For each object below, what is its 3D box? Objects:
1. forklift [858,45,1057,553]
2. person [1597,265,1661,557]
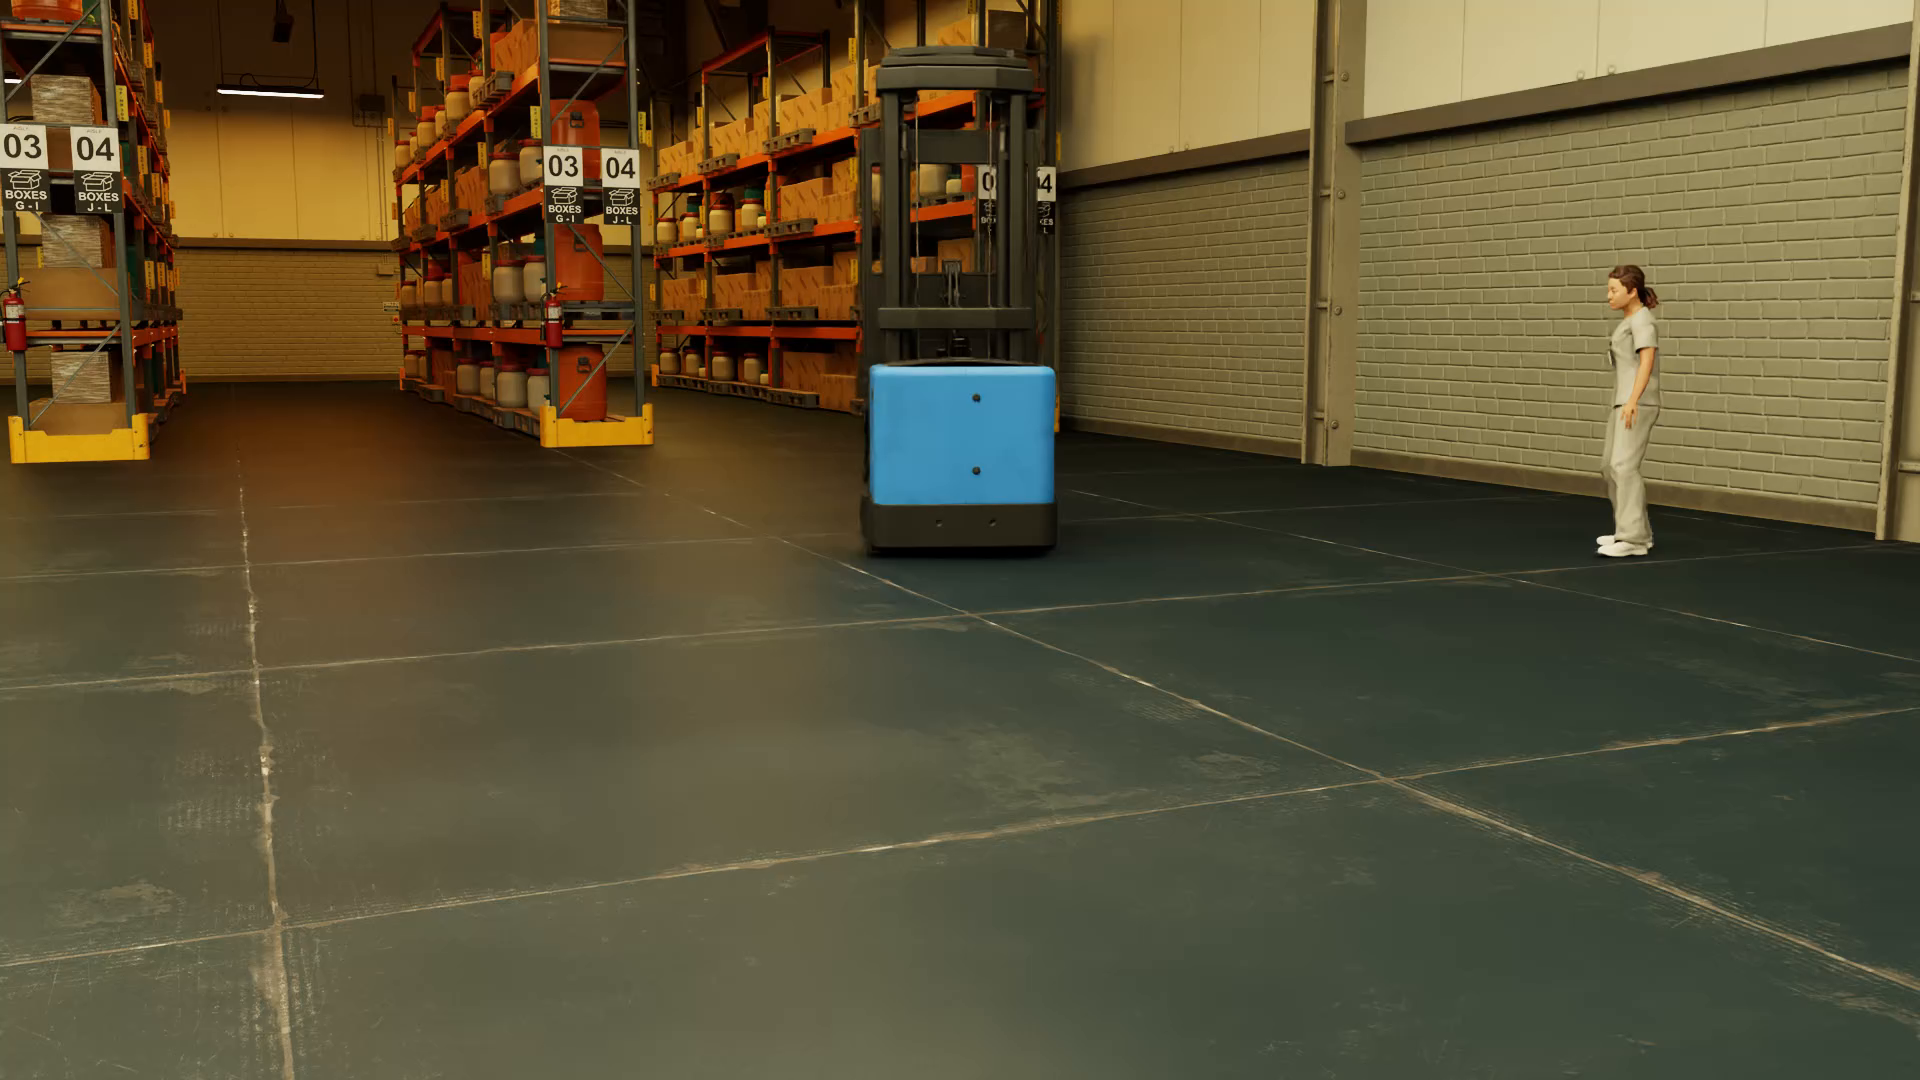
[{"bbox_3d":[-0.089,-1.540,10.622,1.130,2.935,3.031,-1,8,-5],"label":"forklift"},{"bbox_3d":[3.868,-0.757,9.605,0.369,1.649,0.726,2,8,12],"label":"person"}]
